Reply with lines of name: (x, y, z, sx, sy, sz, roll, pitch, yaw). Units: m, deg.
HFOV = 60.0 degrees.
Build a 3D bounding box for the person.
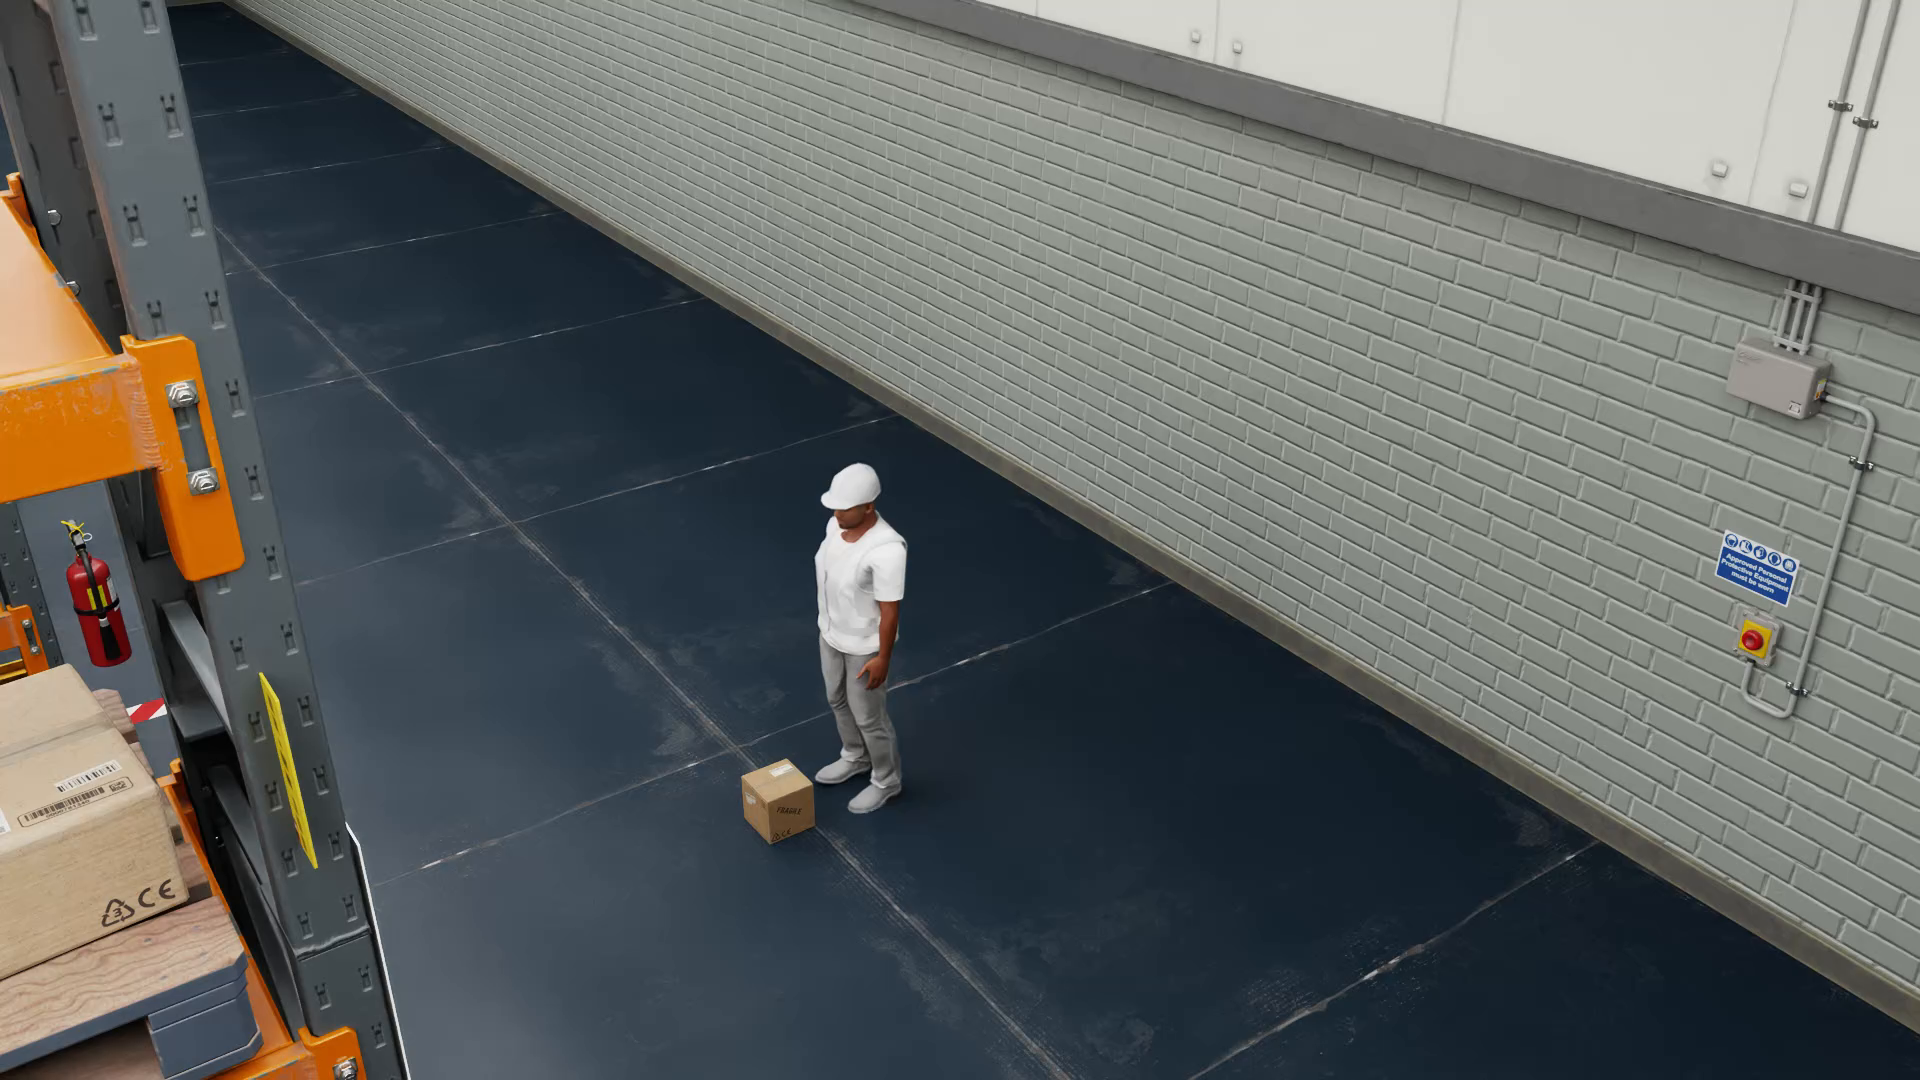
person: (-0.473, 0.451, 7.778, 0.364, 1.773, 0.565, -18, 33, -30)
